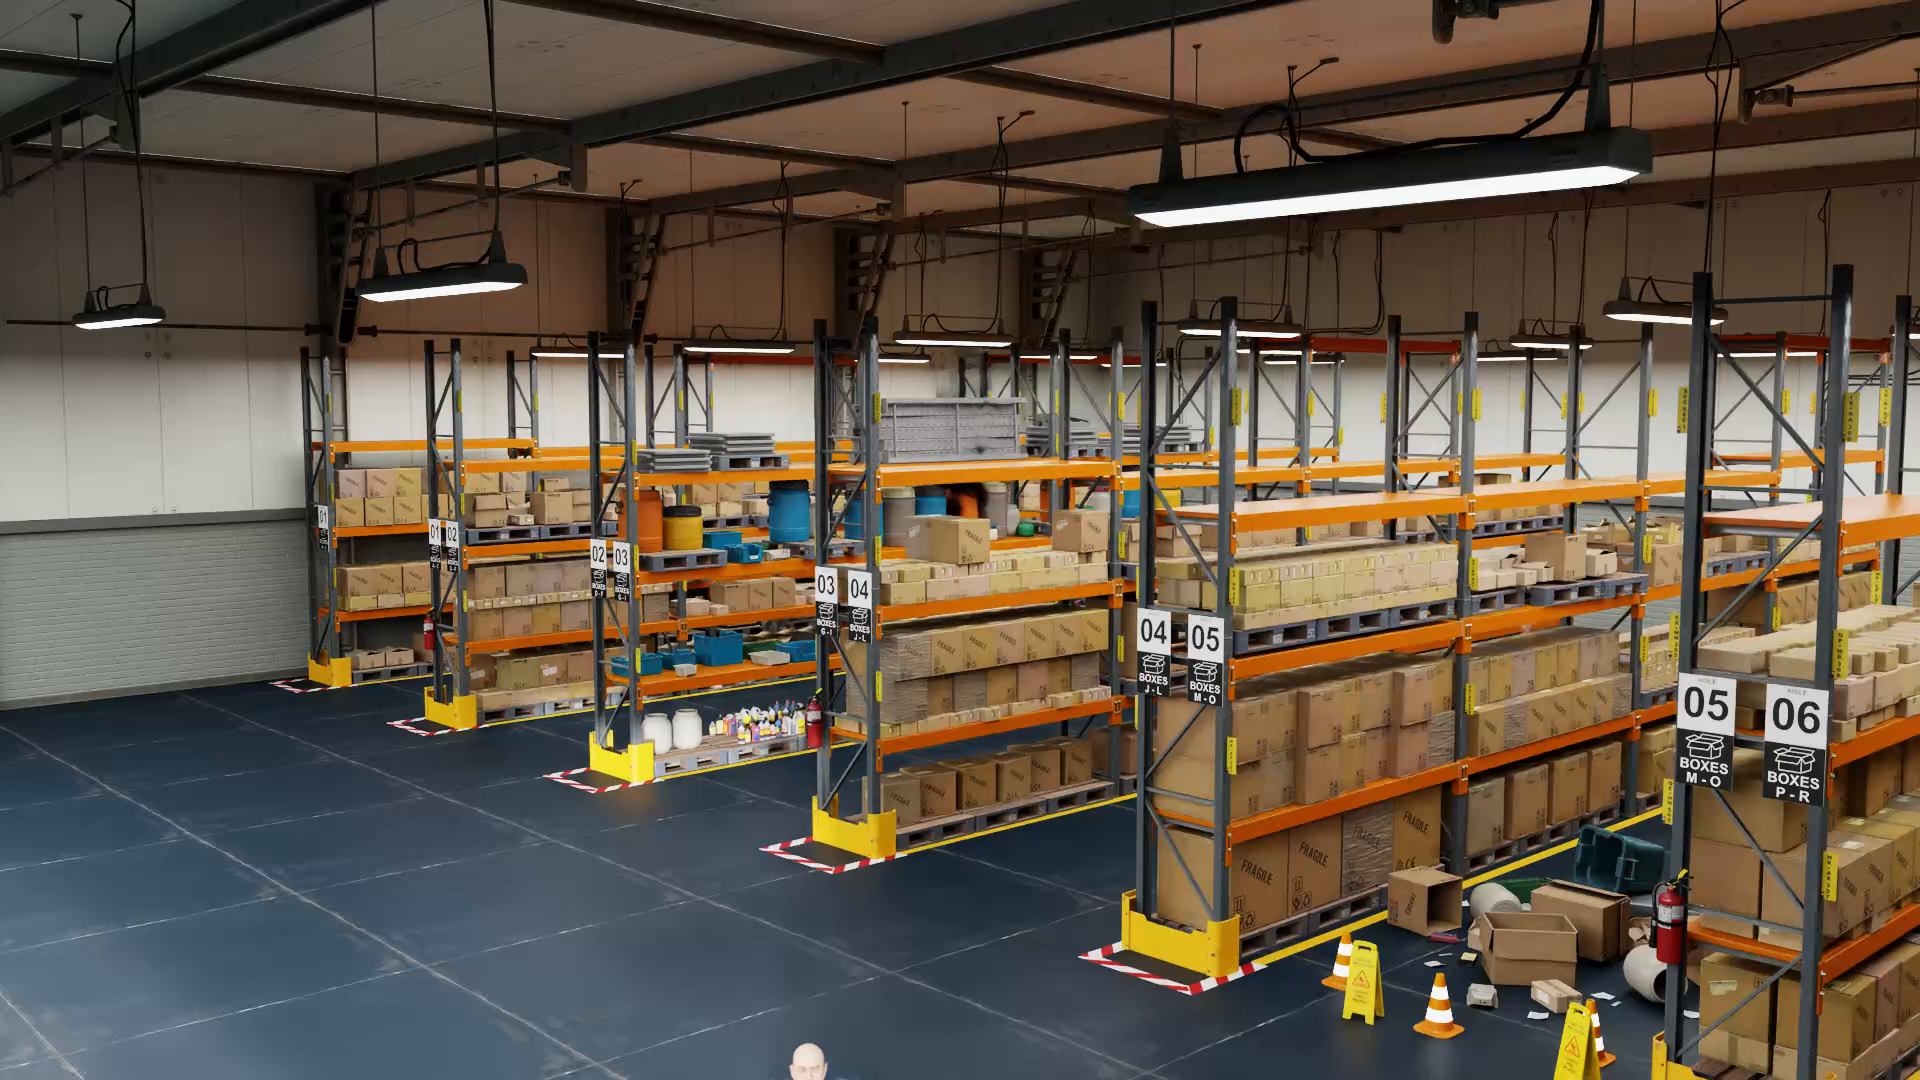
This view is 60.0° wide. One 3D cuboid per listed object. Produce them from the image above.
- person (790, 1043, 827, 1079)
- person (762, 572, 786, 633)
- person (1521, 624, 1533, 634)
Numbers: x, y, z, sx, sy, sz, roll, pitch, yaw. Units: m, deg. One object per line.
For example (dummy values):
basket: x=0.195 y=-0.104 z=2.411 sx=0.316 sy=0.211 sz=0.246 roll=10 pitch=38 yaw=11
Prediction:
person: x=-0.804 y=3.624 z=8.813 sx=0.716 sy=1.541 sz=0.630 roll=0 pitch=5 yaw=0
person: x=-3.703 y=1.378 z=33.209 sx=0.714 sy=1.740 sz=0.846 roll=4 pitch=6 yaw=39
person: x=8.671 y=2.085 z=25.496 sx=0.647 sy=1.677 sz=0.580 roll=4 pitch=7 yaw=40
